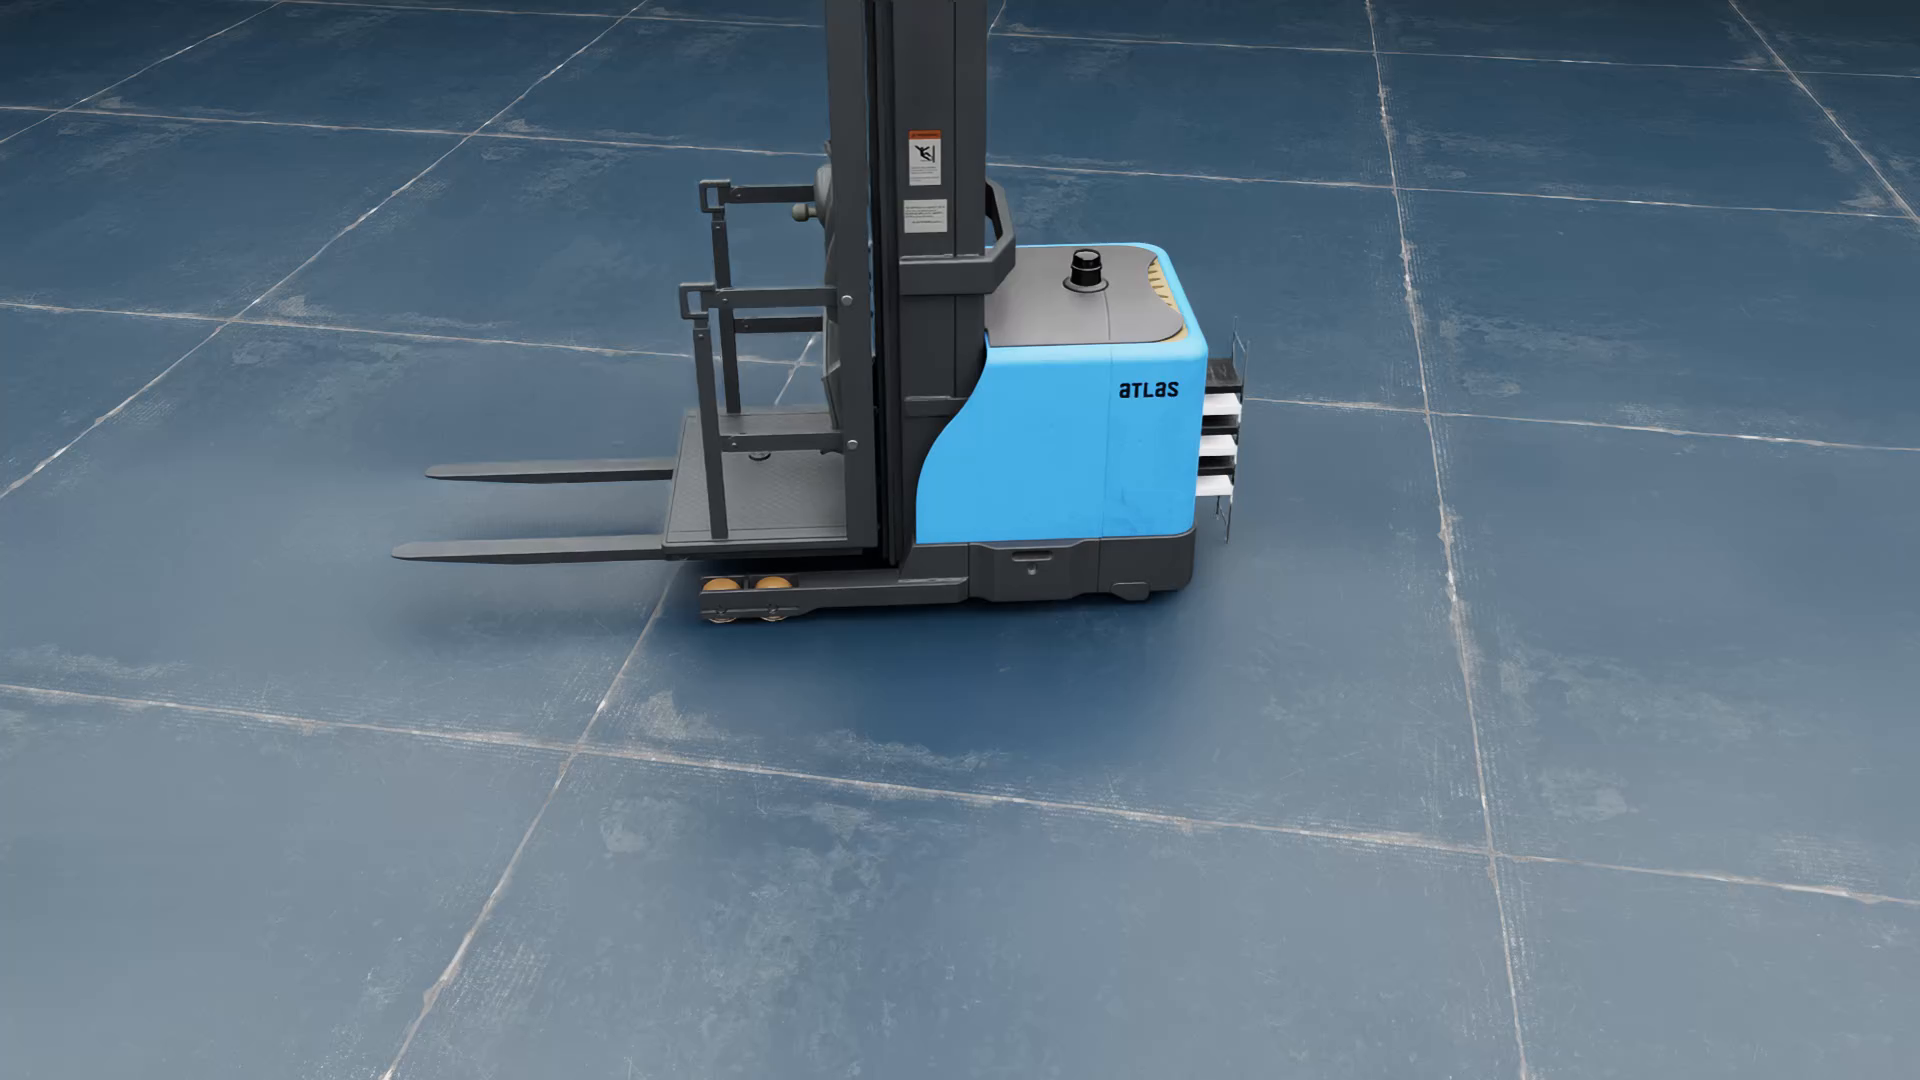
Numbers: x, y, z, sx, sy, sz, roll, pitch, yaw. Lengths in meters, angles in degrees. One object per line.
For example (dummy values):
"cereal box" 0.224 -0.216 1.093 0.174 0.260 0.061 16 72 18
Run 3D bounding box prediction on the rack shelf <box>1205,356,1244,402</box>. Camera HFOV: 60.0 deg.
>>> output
"rack shelf" 0.973 -0.622 6.449 0.200 0.077 0.258 -2 32 -3

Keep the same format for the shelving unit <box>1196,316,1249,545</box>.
"shelving unit" 0.973 -0.421 6.575 0.210 0.900 0.258 -2 32 -3

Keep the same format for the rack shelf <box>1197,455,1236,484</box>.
"rack shelf" 0.973 -0.317 6.640 0.200 0.077 0.258 -2 32 -3

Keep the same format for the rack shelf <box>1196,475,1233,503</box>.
"rack shelf" 0.973 -0.241 6.688 0.200 0.077 0.258 -2 32 -3

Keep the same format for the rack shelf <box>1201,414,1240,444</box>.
"rack shelf" 0.973 -0.469 6.545 0.200 0.077 0.258 -2 32 -3

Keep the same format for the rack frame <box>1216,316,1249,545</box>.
"rack frame" 1.075 -0.425 6.580 0.006 0.900 0.240 -2 32 -3

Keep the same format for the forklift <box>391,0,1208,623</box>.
"forklift" -0.646 -1.221 5.938 3.031 2.935 1.130 -2 32 -3

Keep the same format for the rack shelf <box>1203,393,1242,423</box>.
"rack shelf" 0.973 -0.546 6.497 0.200 0.077 0.258 -2 32 -3

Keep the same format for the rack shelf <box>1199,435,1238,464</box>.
"rack shelf" 0.973 -0.393 6.593 0.200 0.077 0.258 -2 32 -3
